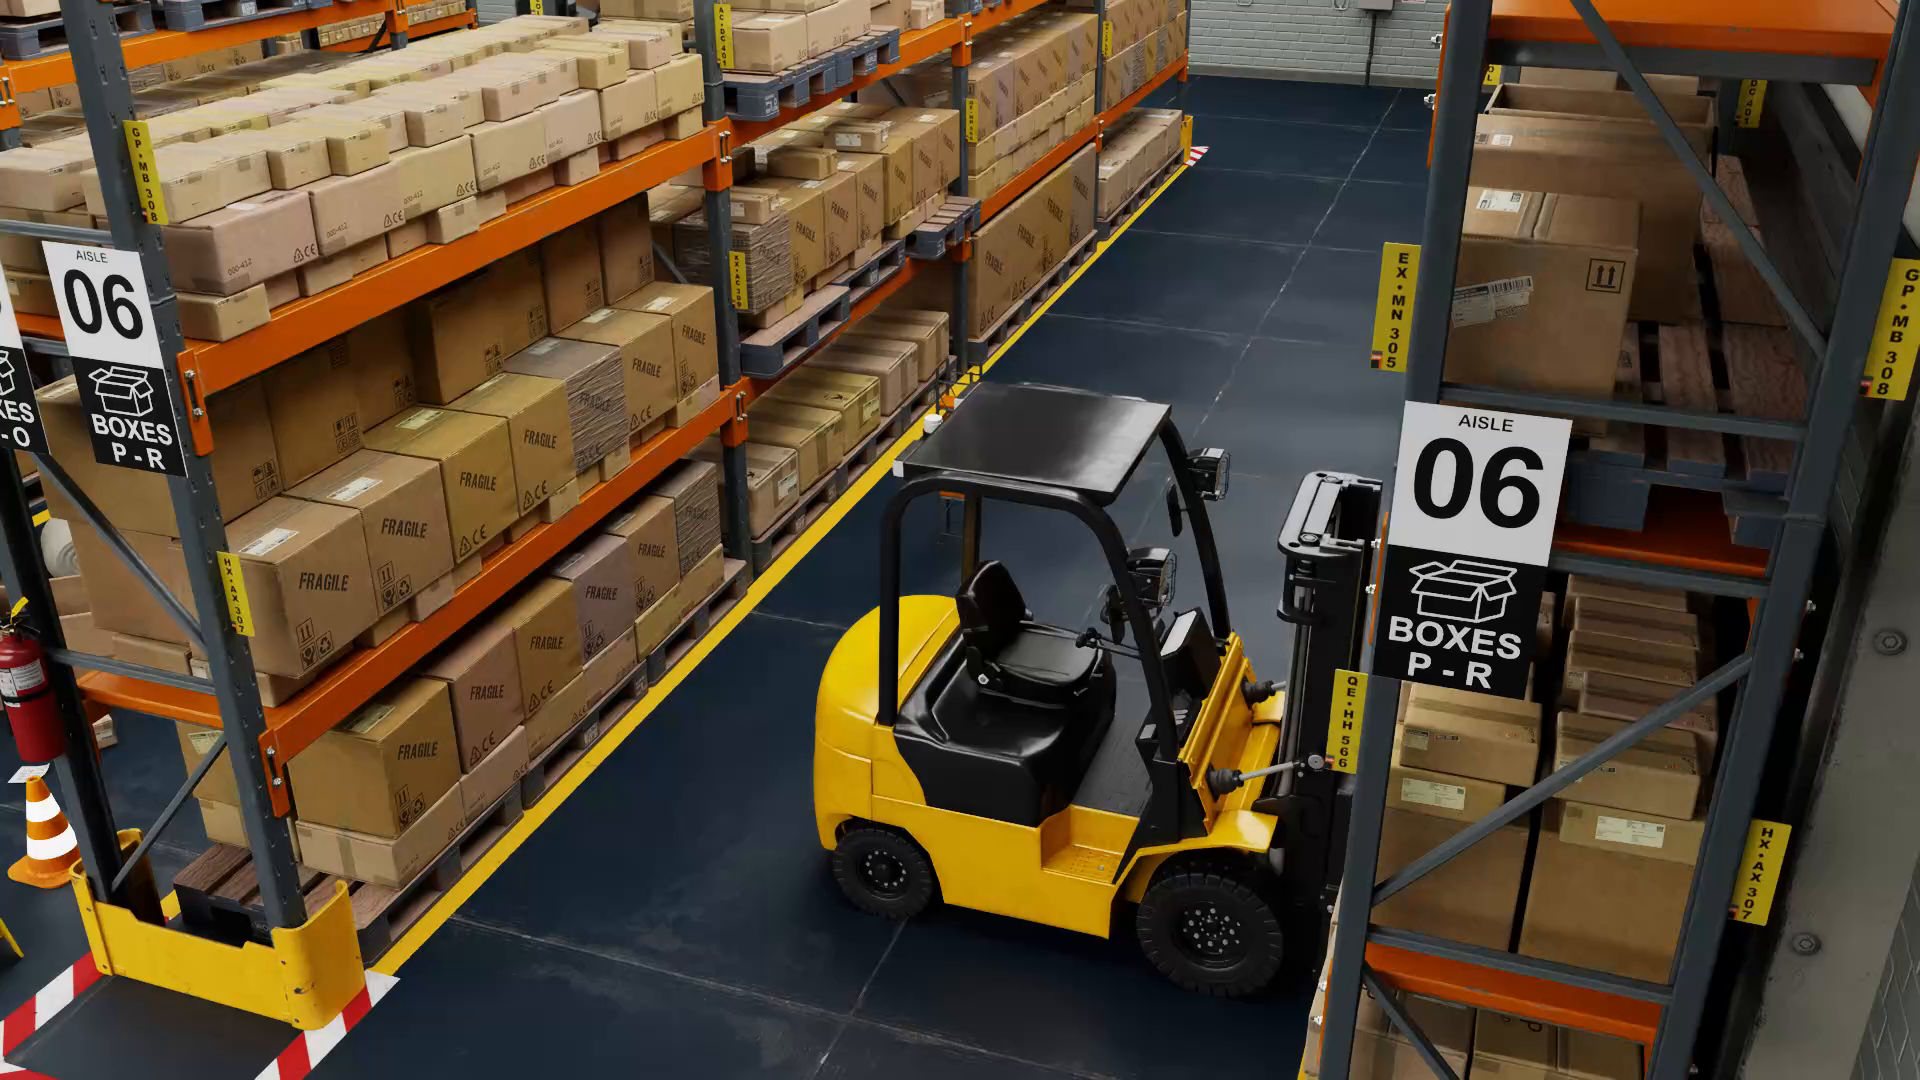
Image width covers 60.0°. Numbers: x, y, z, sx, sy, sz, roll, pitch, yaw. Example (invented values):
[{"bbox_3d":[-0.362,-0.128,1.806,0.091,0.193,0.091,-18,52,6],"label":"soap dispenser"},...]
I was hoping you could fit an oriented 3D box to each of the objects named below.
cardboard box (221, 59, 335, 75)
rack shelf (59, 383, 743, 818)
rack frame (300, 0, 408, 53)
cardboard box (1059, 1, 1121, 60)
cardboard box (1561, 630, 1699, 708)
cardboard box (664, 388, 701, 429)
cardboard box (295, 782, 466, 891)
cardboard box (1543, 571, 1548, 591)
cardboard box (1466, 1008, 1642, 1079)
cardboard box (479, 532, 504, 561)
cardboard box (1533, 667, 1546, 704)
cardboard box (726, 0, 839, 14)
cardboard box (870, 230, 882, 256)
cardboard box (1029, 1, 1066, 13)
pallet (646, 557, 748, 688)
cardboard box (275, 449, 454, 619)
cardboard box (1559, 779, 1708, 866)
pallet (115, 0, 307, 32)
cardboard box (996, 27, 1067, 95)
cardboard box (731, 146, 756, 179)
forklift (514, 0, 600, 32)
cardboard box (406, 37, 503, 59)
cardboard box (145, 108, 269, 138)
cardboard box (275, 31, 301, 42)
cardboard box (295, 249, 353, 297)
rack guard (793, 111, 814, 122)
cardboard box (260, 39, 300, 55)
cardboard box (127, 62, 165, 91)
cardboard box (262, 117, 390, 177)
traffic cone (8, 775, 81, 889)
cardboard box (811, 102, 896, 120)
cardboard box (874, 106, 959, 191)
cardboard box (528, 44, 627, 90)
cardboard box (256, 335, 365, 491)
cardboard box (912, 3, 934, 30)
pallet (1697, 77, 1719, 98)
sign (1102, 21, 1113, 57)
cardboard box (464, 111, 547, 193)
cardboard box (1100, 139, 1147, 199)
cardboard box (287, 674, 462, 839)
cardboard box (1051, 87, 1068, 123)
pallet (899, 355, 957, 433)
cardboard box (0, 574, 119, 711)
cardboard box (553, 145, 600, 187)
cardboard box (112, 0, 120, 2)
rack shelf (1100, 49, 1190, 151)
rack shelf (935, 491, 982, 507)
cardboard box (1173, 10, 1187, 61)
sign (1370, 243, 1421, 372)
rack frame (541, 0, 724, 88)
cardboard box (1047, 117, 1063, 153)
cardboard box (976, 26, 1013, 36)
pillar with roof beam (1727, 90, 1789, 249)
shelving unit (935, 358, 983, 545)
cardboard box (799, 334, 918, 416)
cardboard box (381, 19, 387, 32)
[{"bbox_3d":[-5.455,-3.563,13.405,0.700,0.500,0.500,8,27,17],"label":"cardboard box"},{"bbox_3d":[-2.424,0.007,8.120,1.077,0.370,4.000,9,27,17],"label":"rack shelf"},{"bbox_3d":[-5.129,-3.459,14.453,1.000,3.000,0.127,9,27,17],"label":"rack frame"},{"bbox_3d":[1.291,-5.082,16.543,0.500,0.500,0.500,9,27,18],"label":"cardboard box"},{"bbox_3d":[2.099,0.432,5.216,0.380,0.149,0.250,9,27,18],"label":"cardboard box"},{"bbox_3d":[-1.654,-0.746,9.138,0.380,0.149,0.250,9,27,19],"label":"cardboard box"},{"bbox_3d":[-2.560,1.262,7.375,0.500,0.250,0.500,9,27,17],"label":"cardboard box"},{"bbox_3d":[2.016,0.083,6.278,0.380,0.149,0.250,9,27,17],"label":"cardboard box"},{"bbox_3d":[1.931,1.651,5.423,0.500,0.250,0.500,8,27,17],"label":"cardboard box"},{"bbox_3d":[-2.332,-0.021,7.640,0.380,0.149,0.250,10,27,19],"label":"cardboard box"},{"bbox_3d":[1.690,0.726,5.694,0.500,0.500,0.500,10,27,19],"label":"cardboard box"},{"bbox_3d":[-1.030,-3.224,9.641,0.500,0.250,0.500,8,27,16],"label":"cardboard box"},{"bbox_3d":[-0.755,-2.042,11.331,0.380,0.149,0.250,8,27,16],"label":"cardboard box"},{"bbox_3d":[0.800,-5.156,16.694,0.500,0.500,0.500,9,27,17],"label":"cardboard box"},{"bbox_3d":[-1.948,0.397,9.688,1.003,0.211,1.213,9,27,17],"label":"pallet"},{"bbox_3d":[-2.501,-0.042,6.939,0.500,0.500,0.500,10,27,19],"label":"cardboard box"},{"bbox_3d":[1.950,0.784,4.829,0.380,0.149,0.250,8,27,16],"label":"cardboard box"},{"bbox_3d":[-5.662,-3.992,12.328,1.003,0.211,1.213,10,28,20],"label":"pallet"},{"bbox_3d":[0.640,-4.283,14.891,0.500,0.500,0.500,10,27,19],"label":"cardboard box"},{"bbox_3d":[-1.532,-2.423,10.629,0.380,0.149,0.250,8,27,15],"label":"cardboard box"},{"bbox_3d":[-3.444,-2.525,12.602,3.031,2.935,1.130,-13,29,-25],"label":"forklift"},{"bbox_3d":[-2.439,-2.331,8.053,0.380,0.149,0.250,9,27,17],"label":"cardboard box"},{"bbox_3d":[-2.933,-1.578,6.498,0.380,0.149,0.250,9,27,18],"label":"cardboard box"},{"bbox_3d":[-8.038,-6.085,19.707,0.500,0.250,0.500,8,27,16],"label":"cardboard box"},{"bbox_3d":[-2.549,-1.046,6.315,0.380,0.149,0.250,10,27,19],"label":"cardboard box"},{"bbox_3d":[-2.492,-5.591,21.723,1.175,0.500,0.348,9,27,17],"label":"rack guard"},{"bbox_3d":[-8.029,-5.824,19.625,0.380,0.149,0.250,9,27,18],"label":"cardboard box"},{"bbox_3d":[-8.849,-5.054,17.631,0.500,0.500,0.500,9,27,18],"label":"cardboard box"},{"bbox_3d":[-2.415,-1.500,6.337,0.380,0.149,0.250,9,27,17],"label":"cardboard box"},{"bbox_3d":[-4.163,1.283,7.570,0.336,0.463,0.334,9,27,17],"label":"traffic cone"},{"bbox_3d":[-0.795,-3.000,12.565,0.500,0.500,0.500,8,27,16],"label":"cardboard box"},{"bbox_3d":[-0.316,-2.924,12.409,0.500,0.500,0.500,8,27,16],"label":"cardboard box"},{"bbox_3d":[-1.806,-2.236,7.856,0.380,0.149,0.250,10,27,19],"label":"cardboard box"},{"bbox_3d":[-2.950,-0.573,6.887,0.700,0.500,0.500,9,27,18],"label":"cardboard box"},{"bbox_3d":[-0.409,-3.757,11.913,0.380,0.149,0.250,9,27,17],"label":"cardboard box"},{"bbox_3d":[3.744,-2.578,9.407,1.003,0.211,1.213,10,28,20],"label":"pallet"},{"bbox_3d":[1.419,-4.838,16.061,0.100,0.325,0.005,9,27,17],"label":"sign"},{"bbox_3d":[-2.157,-1.709,7.226,0.500,0.250,0.500,9,27,19],"label":"cardboard box"},{"bbox_3d":[1.511,-4.073,18.178,0.875,0.438,0.875,8,27,16],"label":"cardboard box"},{"bbox_3d":[-2.553,0.914,7.232,0.500,0.500,0.500,8,27,16],"label":"cardboard box"},{"bbox_3d":[0.660,-3.948,15.060,0.500,0.250,0.500,9,27,19],"label":"cardboard box"},{"bbox_3d":[-0.689,-1.207,13.001,1.003,0.211,1.213,9,27,17],"label":"pallet"},{"bbox_3d":[-4.892,0.539,9.059,0.797,0.503,0.637,-9,27,-18],"label":"cardboard box"},{"bbox_3d":[-1.932,-1.781,7.833,0.380,0.149,0.250,10,27,19],"label":"cardboard box"},{"bbox_3d":[-5.881,-3.677,11.151,0.250,0.149,0.380,9,27,17],"label":"cardboard box"},{"bbox_3d":[1.569,-4.925,18.305,1.077,0.370,4.000,9,27,17],"label":"rack shelf"},{"bbox_3d":[-0.005,-0.278,10.600,0.258,0.103,0.180,9,27,17],"label":"rack shelf"},{"bbox_3d":[2.324,-5.879,19.335,0.500,0.500,0.500,9,27,18],"label":"cardboard box"},{"bbox_3d":[1.086,-0.574,4.127,0.100,0.325,0.005,9,27,17],"label":"sign"},{"bbox_3d":[-1.758,-3.839,8.353,1.000,3.000,0.127,9,27,17],"label":"rack frame"},{"bbox_3d":[0.636,-3.725,15.173,0.500,0.250,0.500,8,27,16],"label":"cardboard box"},{"bbox_3d":[0.174,-4.364,15.059,0.500,0.500,0.500,8,27,16],"label":"cardboard box"},{"bbox_3d":[0.611,-4.723,10.178,9.100,9.000,0.400,9,27,17],"label":"pillar with roof beam"},{"bbox_3d":[-0.005,-0.534,10.476,0.258,1.200,0.189,9,27,17],"label":"shelving unit"},{"bbox_3d":[-0.863,-1.254,12.432,0.950,0.372,0.625,8,27,16],"label":"cardboard box"},{"bbox_3d":[-7.427,-6.572,21.171,0.380,0.149,0.250,9,27,18],"label":"cardboard box"}]
